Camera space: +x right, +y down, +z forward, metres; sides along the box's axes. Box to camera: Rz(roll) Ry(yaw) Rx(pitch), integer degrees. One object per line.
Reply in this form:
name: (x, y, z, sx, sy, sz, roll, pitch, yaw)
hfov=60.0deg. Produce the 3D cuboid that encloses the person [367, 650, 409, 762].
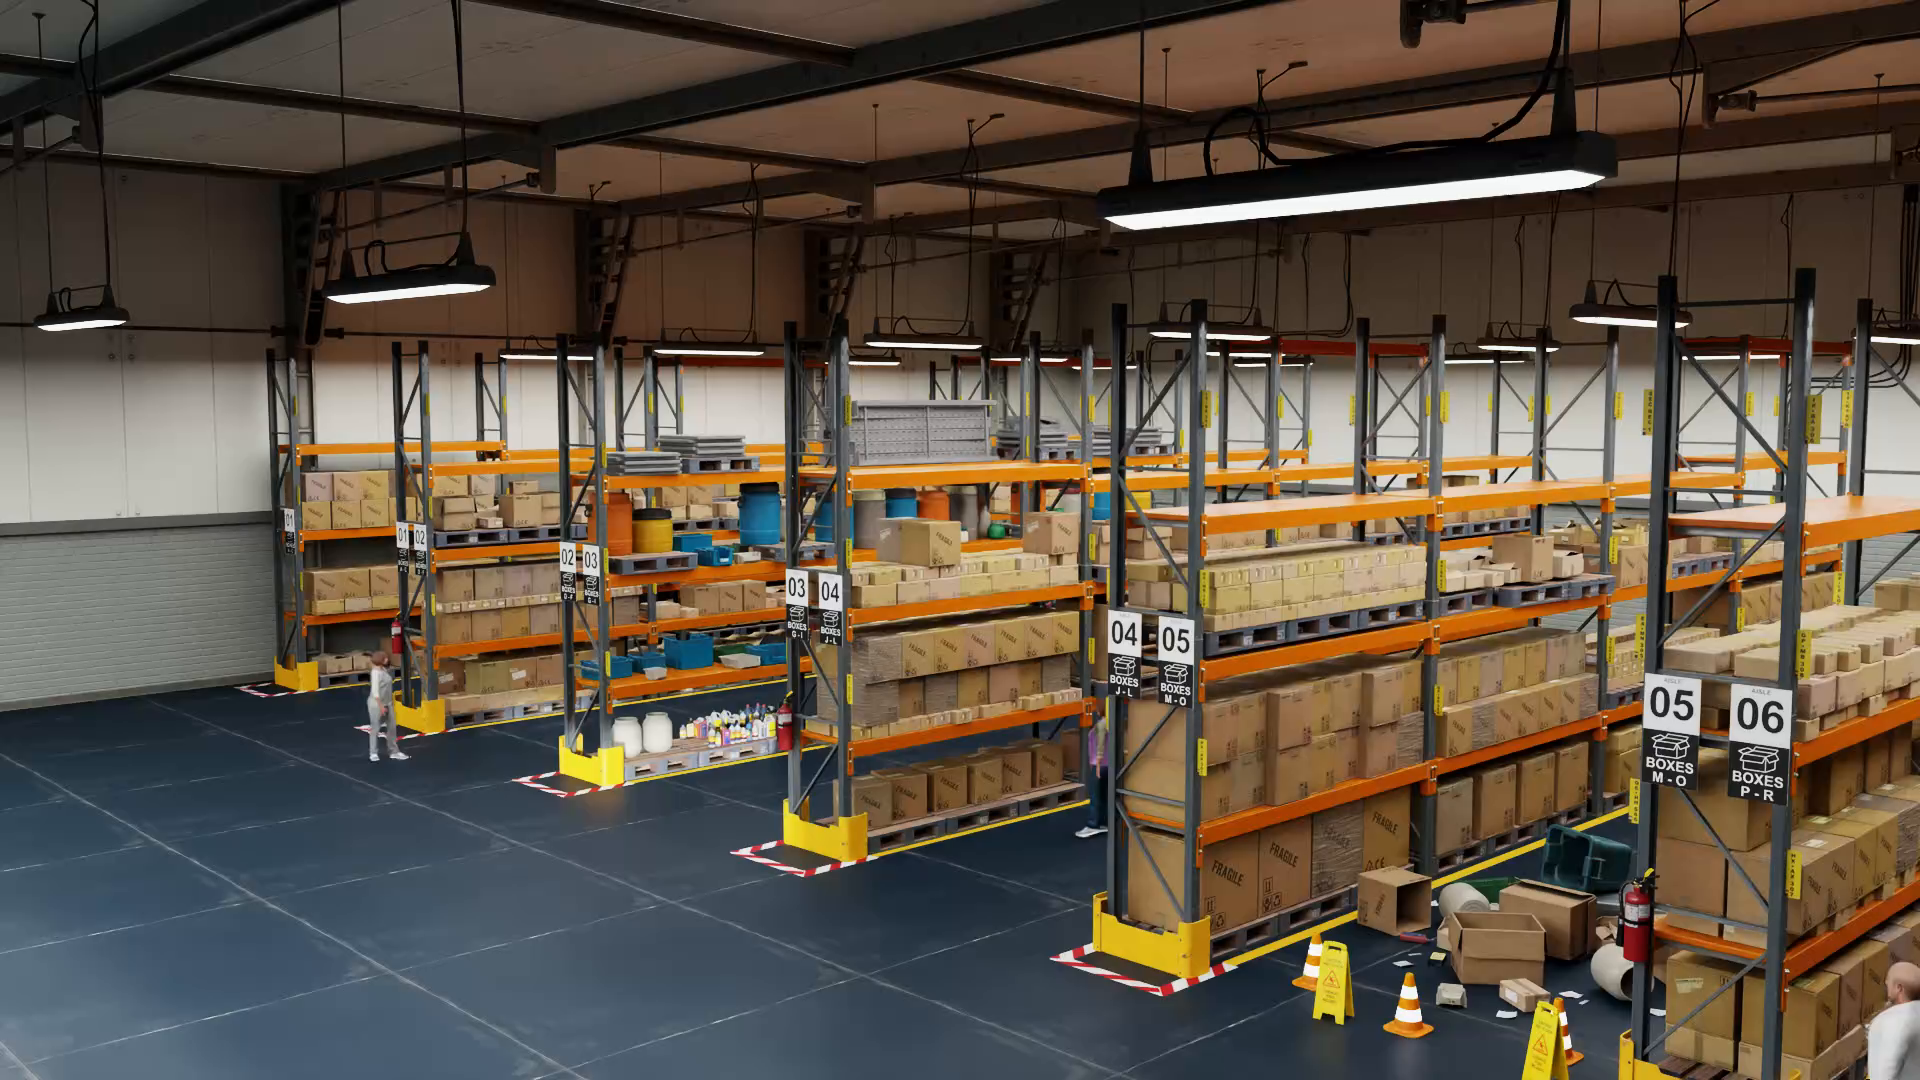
person: (-8.170, 2.349, 23.514, 0.526, 1.590, 0.462, 2, 5, 20)

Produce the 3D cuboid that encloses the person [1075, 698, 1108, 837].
person: (1.616, 2.669, 19.614, 0.397, 1.606, 0.521, 2, 5, 20)

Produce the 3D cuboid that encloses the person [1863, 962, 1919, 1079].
person: (5.688, 3.409, 9.987, 0.780, 1.764, 0.559, 2, 5, 21)
